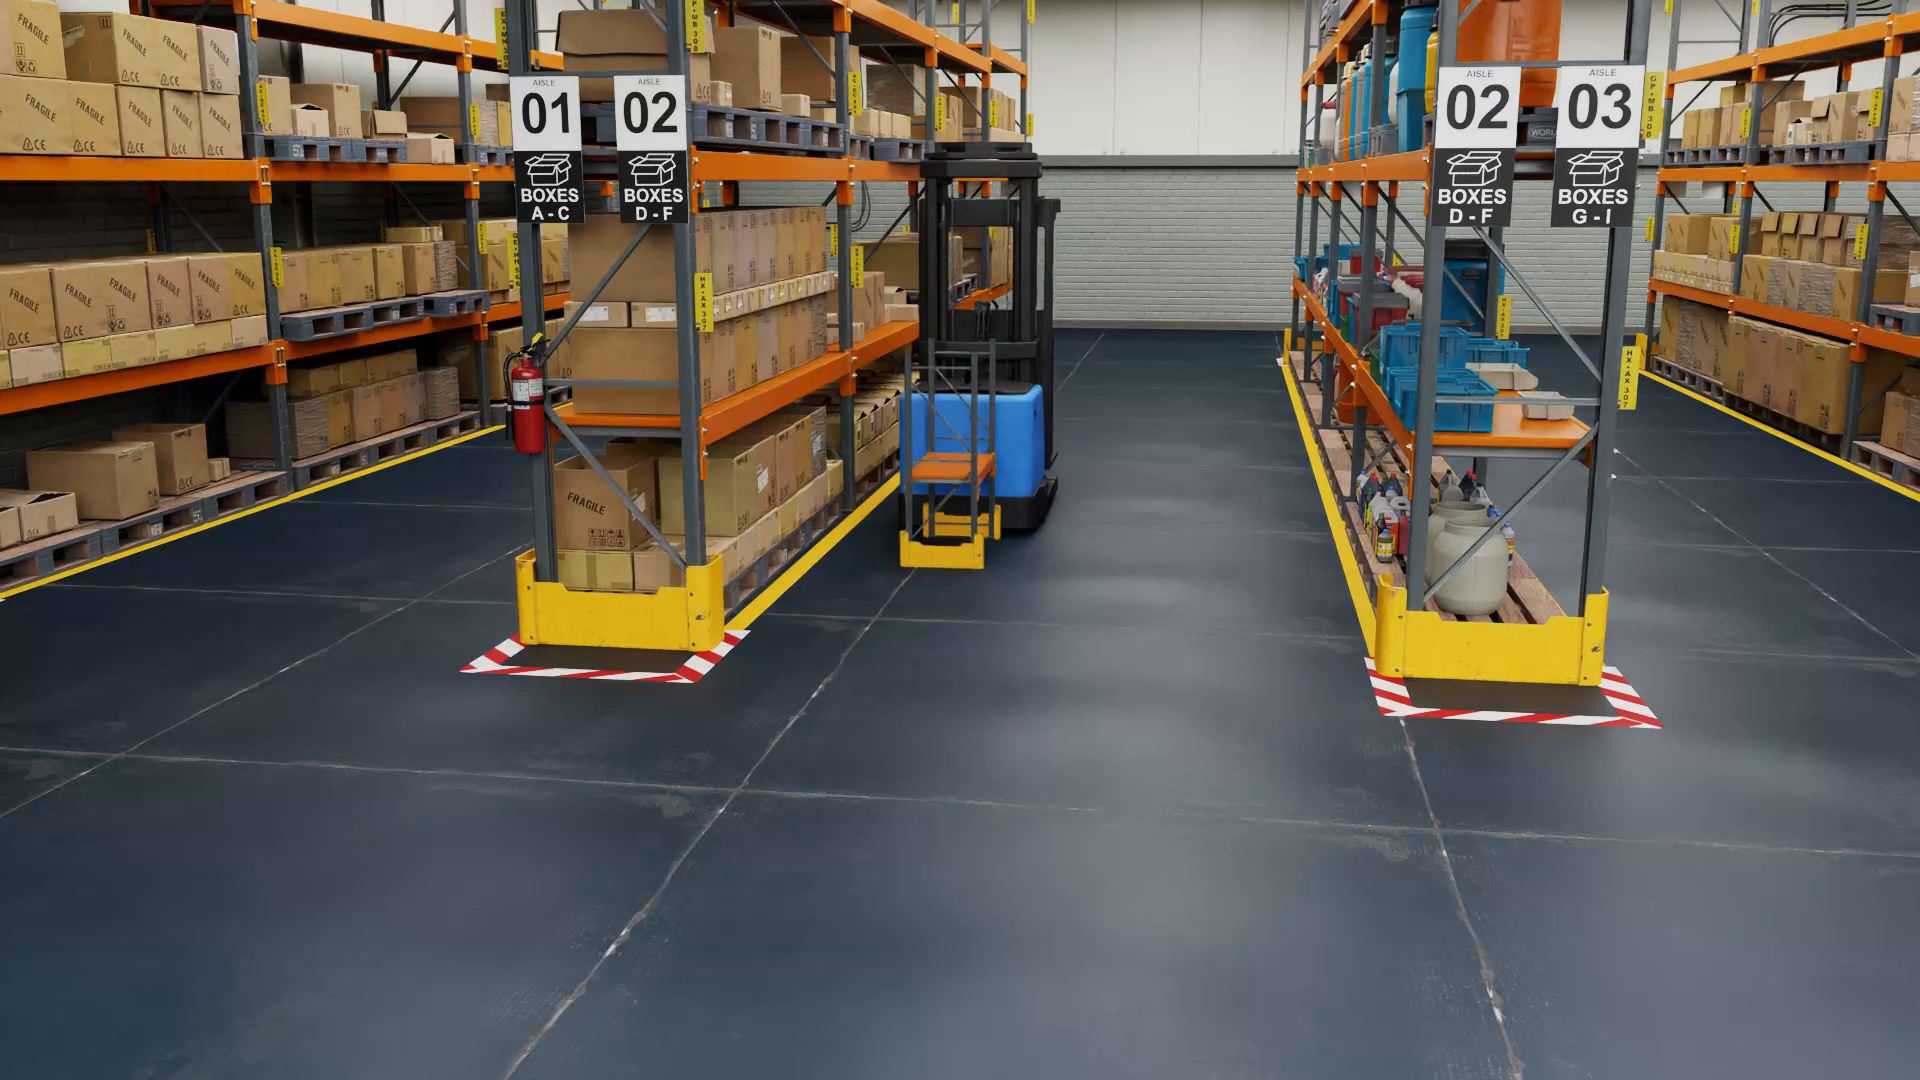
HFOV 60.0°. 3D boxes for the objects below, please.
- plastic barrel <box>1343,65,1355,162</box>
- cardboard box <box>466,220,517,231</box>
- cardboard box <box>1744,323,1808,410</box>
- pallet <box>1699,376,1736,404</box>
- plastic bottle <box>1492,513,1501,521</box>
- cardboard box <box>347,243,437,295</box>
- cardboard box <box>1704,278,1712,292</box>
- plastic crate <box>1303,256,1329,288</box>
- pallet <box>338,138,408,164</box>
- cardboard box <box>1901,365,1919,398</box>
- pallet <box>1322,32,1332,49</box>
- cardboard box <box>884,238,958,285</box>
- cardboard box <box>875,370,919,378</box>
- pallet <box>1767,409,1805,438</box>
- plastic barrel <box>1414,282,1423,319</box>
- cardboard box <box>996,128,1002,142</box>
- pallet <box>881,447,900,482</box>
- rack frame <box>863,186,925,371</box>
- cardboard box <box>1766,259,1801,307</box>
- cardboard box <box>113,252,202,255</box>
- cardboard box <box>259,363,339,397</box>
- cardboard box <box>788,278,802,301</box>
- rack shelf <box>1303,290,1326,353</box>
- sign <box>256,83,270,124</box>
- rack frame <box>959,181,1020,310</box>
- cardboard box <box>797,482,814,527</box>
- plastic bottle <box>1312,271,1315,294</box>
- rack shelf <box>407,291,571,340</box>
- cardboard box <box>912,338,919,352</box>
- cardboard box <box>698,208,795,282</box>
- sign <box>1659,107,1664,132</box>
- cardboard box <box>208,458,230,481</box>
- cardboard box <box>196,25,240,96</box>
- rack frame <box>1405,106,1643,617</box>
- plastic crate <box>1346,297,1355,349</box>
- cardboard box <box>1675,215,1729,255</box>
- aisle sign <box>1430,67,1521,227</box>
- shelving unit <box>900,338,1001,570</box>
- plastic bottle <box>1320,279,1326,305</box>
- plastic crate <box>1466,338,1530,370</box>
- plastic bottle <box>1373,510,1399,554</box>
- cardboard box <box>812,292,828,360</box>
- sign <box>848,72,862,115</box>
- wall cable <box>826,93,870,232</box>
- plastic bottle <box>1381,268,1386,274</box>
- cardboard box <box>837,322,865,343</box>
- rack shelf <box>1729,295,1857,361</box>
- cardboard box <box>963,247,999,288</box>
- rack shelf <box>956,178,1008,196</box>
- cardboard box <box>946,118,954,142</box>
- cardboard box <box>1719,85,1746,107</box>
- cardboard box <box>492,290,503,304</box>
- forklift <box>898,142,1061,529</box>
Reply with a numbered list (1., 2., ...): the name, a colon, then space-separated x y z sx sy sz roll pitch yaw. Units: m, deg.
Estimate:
1. plastic barrel: 3.705 -3.765 14.702 0.600 0.830 0.708 2 12 9
2. cardboard box: -5.236 -3.478 18.741 0.500 0.250 0.500 2 12 8
3. cardboard box: 9.440 -1.907 18.270 1.225 0.875 0.875 1 12 7
4. pallet: 9.850 -1.853 20.591 1.003 0.211 1.213 2 12 9
5. plastic bottle: 3.556 -0.043 11.005 0.097 0.271 0.097 0 12 0
6. cardboard box: -5.764 -2.758 16.889 0.700 0.500 0.500 1 12 3
7. cardboard box: 9.497 -3.172 20.690 0.380 0.149 0.250 2 12 10
8. plastic crate: 4.496 -3.351 20.817 0.392 0.384 0.575 2 12 9
9. pallet: -5.901 -3.592 15.368 1.213 0.211 1.003 2 12 9
10. cardboard box: 8.967 -1.447 15.198 0.500 0.250 0.500 2 12 11
11. pallet: 4.665 -5.693 18.946 1.003 0.211 1.213 2 12 9
12. cardboard box: -0.433 -3.123 18.629 0.700 0.500 0.500 4 13 19
13. cardboard box: -0.585 -1.568 16.848 0.500 0.311 0.500 2 12 10
14. pallet: 9.426 -1.280 17.930 1.003 0.211 1.213 2 12 9
15. plastic barrel: 3.895 -1.814 13.469 0.433 0.535 0.433 0 12 0
16. cardboard box: 0.263 -5.217 21.631 0.500 0.250 0.500 2 12 9
17. pallet: -1.103 -0.763 15.534 1.003 0.211 1.213 2 12 9
18. rack frame: -0.747 -2.550 17.204 1.000 3.000 0.127 2 12 9
19. cardboard box: 9.184 -2.813 18.189 0.500 0.500 0.500 2 12 7
20. cardboard box: -6.537 -2.089 13.594 0.500 0.500 0.500 2 12 7
21. cardboard box: -6.097 -1.482 15.359 0.500 0.250 0.500 2 12 7
22. cardboard box: -1.351 -1.808 11.984 0.380 0.149 0.250 2 12 8
23. rack shelf: 4.454 -2.453 18.464 1.077 0.370 4.000 2 12 9
24. sign: -5.721 -3.580 13.637 0.100 0.325 0.005 2 12 9
25. rack frame: 0.483 -4.215 24.932 1.000 3.000 0.127 2 12 9
26. cardboard box: -1.367 -0.266 12.139 0.500 0.250 0.500 2 12 9
27. plastic bottle: 4.284 -3.102 20.042 0.061 0.283 0.133 2 12 9
28. rack shelf: -5.335 -2.774 19.953 1.077 0.370 4.000 2 12 9
29. cardboard box: -0.678 -2.337 19.325 0.500 0.250 0.500 2 12 8
30. cardboard box: -1.579 -2.098 11.792 0.700 0.500 0.500 2 12 9
31. sign: 9.723 -5.845 23.111 0.100 0.325 0.005 2 12 9
32. cardboard box: -6.311 -0.594 13.813 0.380 0.166 0.250 0 12 1
33. cardboard box: -6.067 -3.777 13.123 0.500 0.500 0.500 1 12 4
34. rack frame: 2.916 -0.723 8.729 1.000 3.000 0.127 2 12 9
35. plastic crate: 3.394 -1.788 13.706 0.392 0.384 0.575 2 12 9
36. cardboard box: 9.780 -4.029 21.937 0.500 0.500 0.500 2 12 7
37. aisle sign: 2.612 -1.989 8.430 0.394 0.787 0.004 2 12 9
38. shelving unit: -0.057 -0.648 11.938 0.587 1.500 1.083 2 12 8
39. plastic bottle: 4.012 -2.734 18.334 0.061 0.283 0.133 2 12 9
40. plastic crate: 3.629 -1.244 11.498 0.499 0.251 0.616 2 12 9
41. plastic bottle: 2.831 -0.055 11.048 0.152 0.276 0.135 2 12 9
42. cardboard box: -1.425 -1.673 12.900 0.700 0.500 0.500 2 12 7
43. sign: -0.814 -3.457 12.880 0.100 0.325 0.005 2 12 9
44. wall cable: -3.189 -6.955 30.777 3.097 2.526 0.112 2 12 9
45. plastic bottle: 4.944 -2.995 19.388 0.144 0.351 0.185 2 12 9
46. cardboard box: -1.024 -1.772 14.192 0.380 0.149 0.250 2 12 9
47. rack shelf: 9.348 -2.293 17.719 1.077 0.370 4.000 2 12 9
48. cardboard box: 0.215 -3.528 21.509 0.500 0.500 0.500 2 12 10
49. rack shelf: 0.175 -4.913 22.760 1.077 0.370 4.000 2 12 9
50. cardboard box: -0.555 -4.371 18.299 0.910 0.500 0.500 2 12 9
51. cardboard box: 9.950 -5.609 21.029 0.500 0.250 0.500 1 12 7
52. cardboard box: -5.316 -2.710 18.495 0.380 0.149 0.250 2 12 9
53. forklift: 0.244 -1.776 13.777 1.130 2.935 3.031 2 12 8
